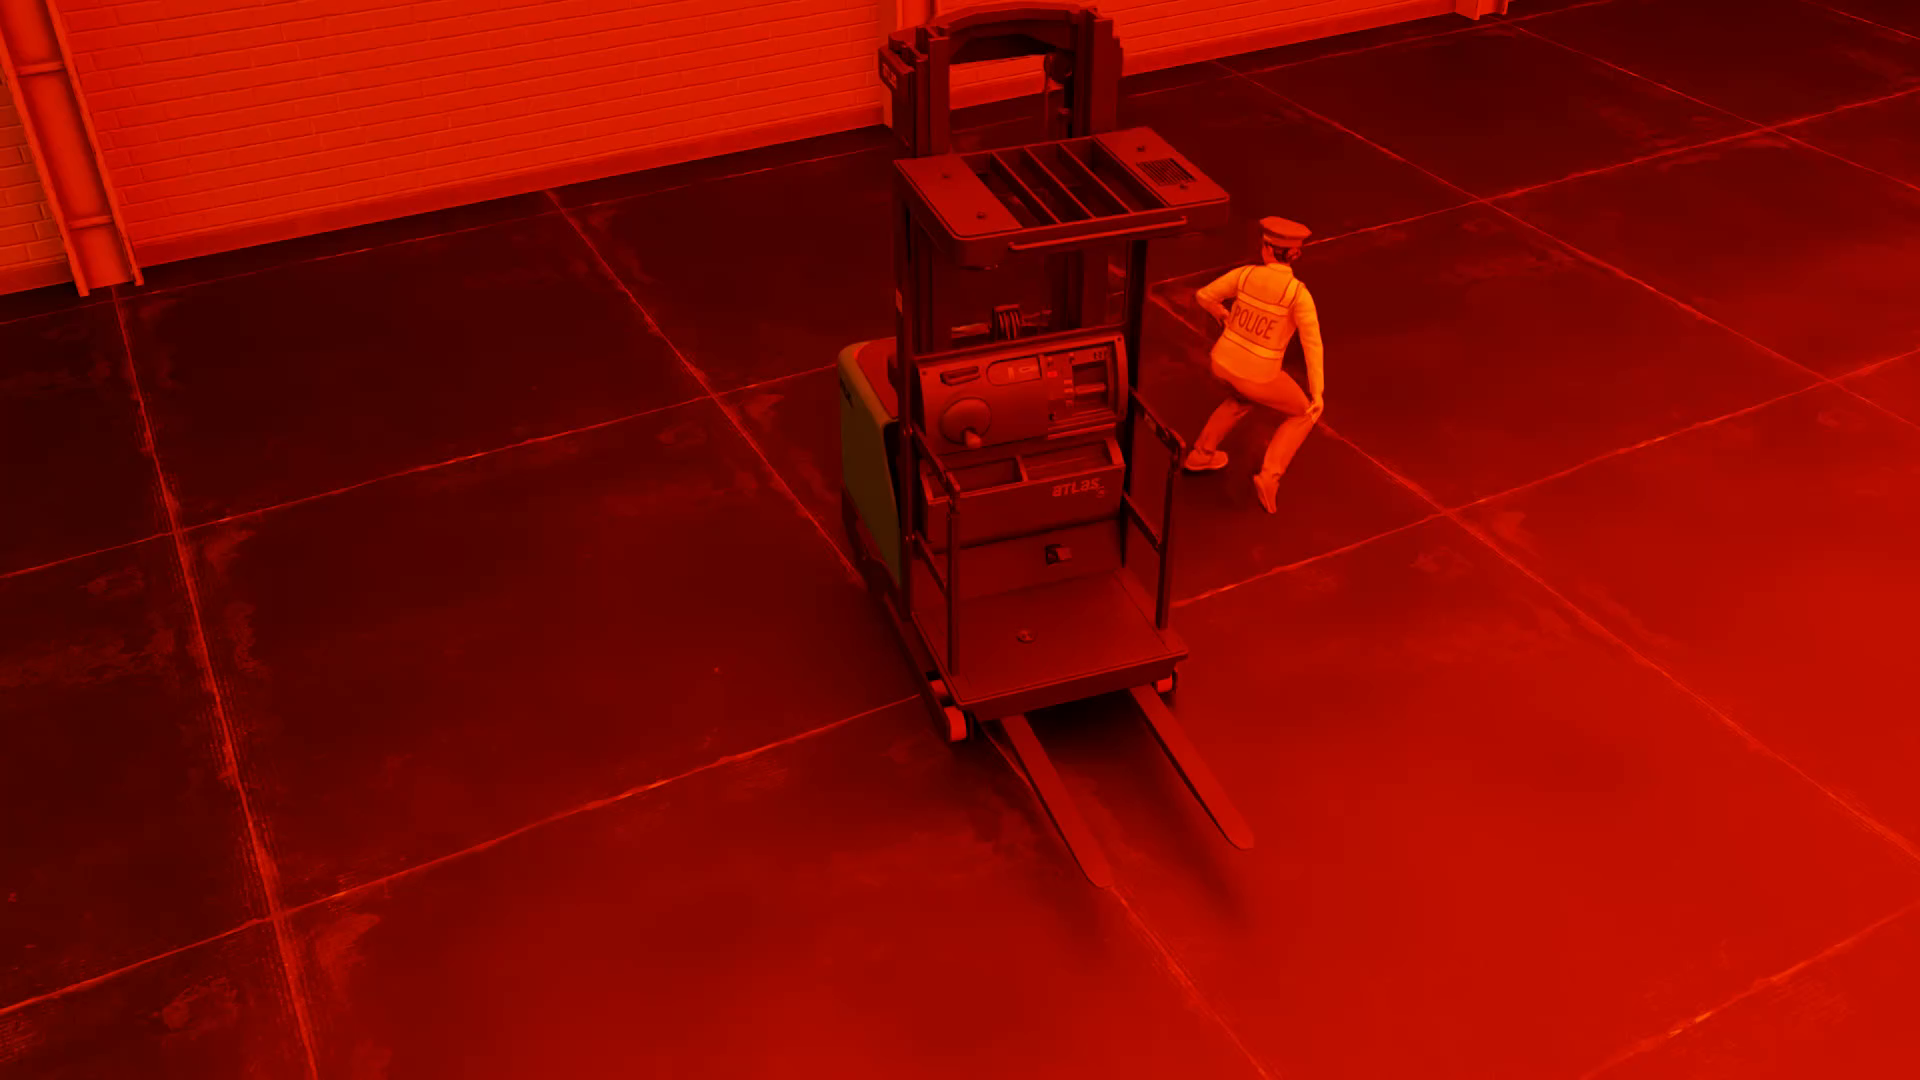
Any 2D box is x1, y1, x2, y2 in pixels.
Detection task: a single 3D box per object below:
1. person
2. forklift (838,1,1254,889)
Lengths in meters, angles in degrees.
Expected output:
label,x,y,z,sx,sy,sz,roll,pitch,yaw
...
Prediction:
label,x,y,z,sx,sy,sz,roll,pitch,yaw
person,1.594,-0.891,8.681,0.495,1.543,0.921,-29,45,-35
forklift,0.349,-0.566,6.923,1.130,2.935,3.031,-11,37,-16
